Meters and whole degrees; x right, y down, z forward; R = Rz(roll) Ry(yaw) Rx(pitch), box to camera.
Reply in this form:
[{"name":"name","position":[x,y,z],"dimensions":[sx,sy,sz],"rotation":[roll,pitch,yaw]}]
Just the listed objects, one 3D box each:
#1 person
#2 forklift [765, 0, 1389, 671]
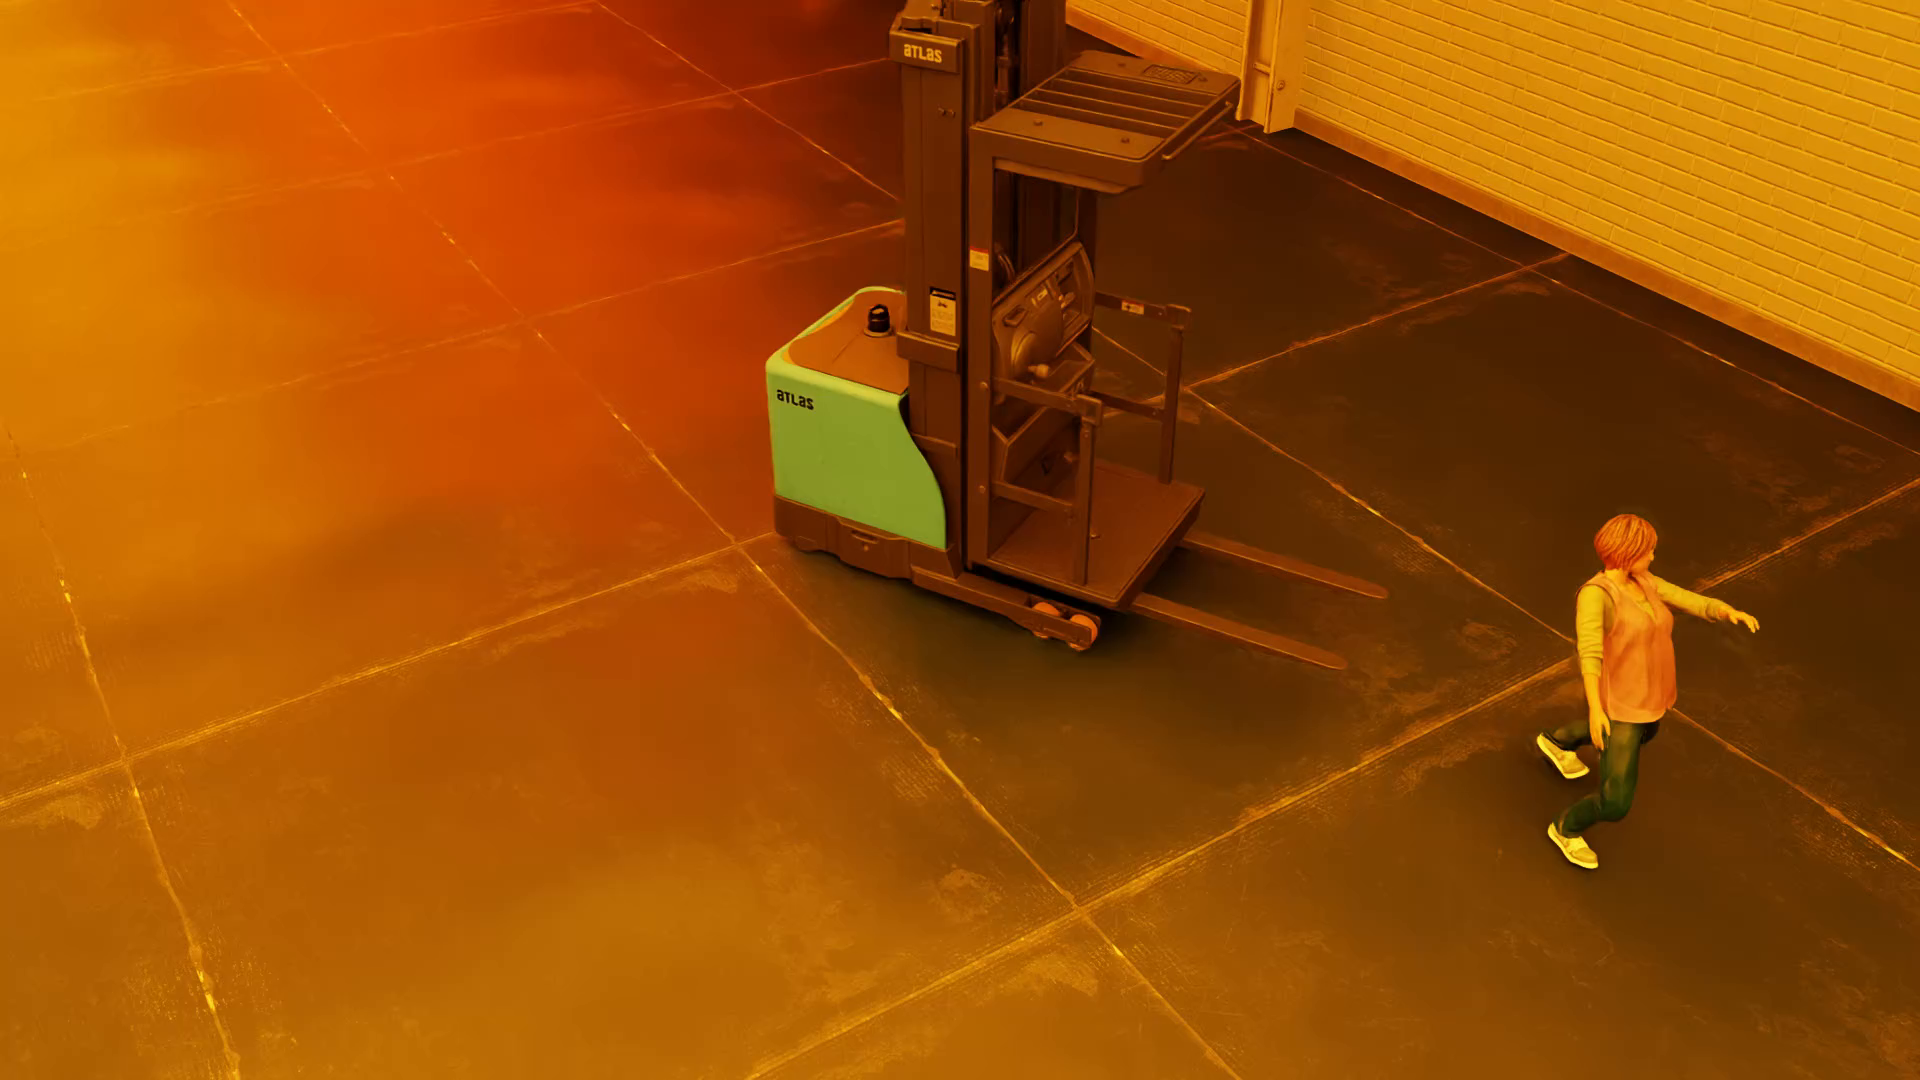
[{"name":"person","position":[2.565,0.684,6.496],"dimensions":[0.739,1.399,0.855],"rotation":[26,43,32]},{"name":"forklift","position":[0.570,-1.025,7.606],"dimensions":[3.031,2.935,1.130],"rotation":[18,39,24]}]
